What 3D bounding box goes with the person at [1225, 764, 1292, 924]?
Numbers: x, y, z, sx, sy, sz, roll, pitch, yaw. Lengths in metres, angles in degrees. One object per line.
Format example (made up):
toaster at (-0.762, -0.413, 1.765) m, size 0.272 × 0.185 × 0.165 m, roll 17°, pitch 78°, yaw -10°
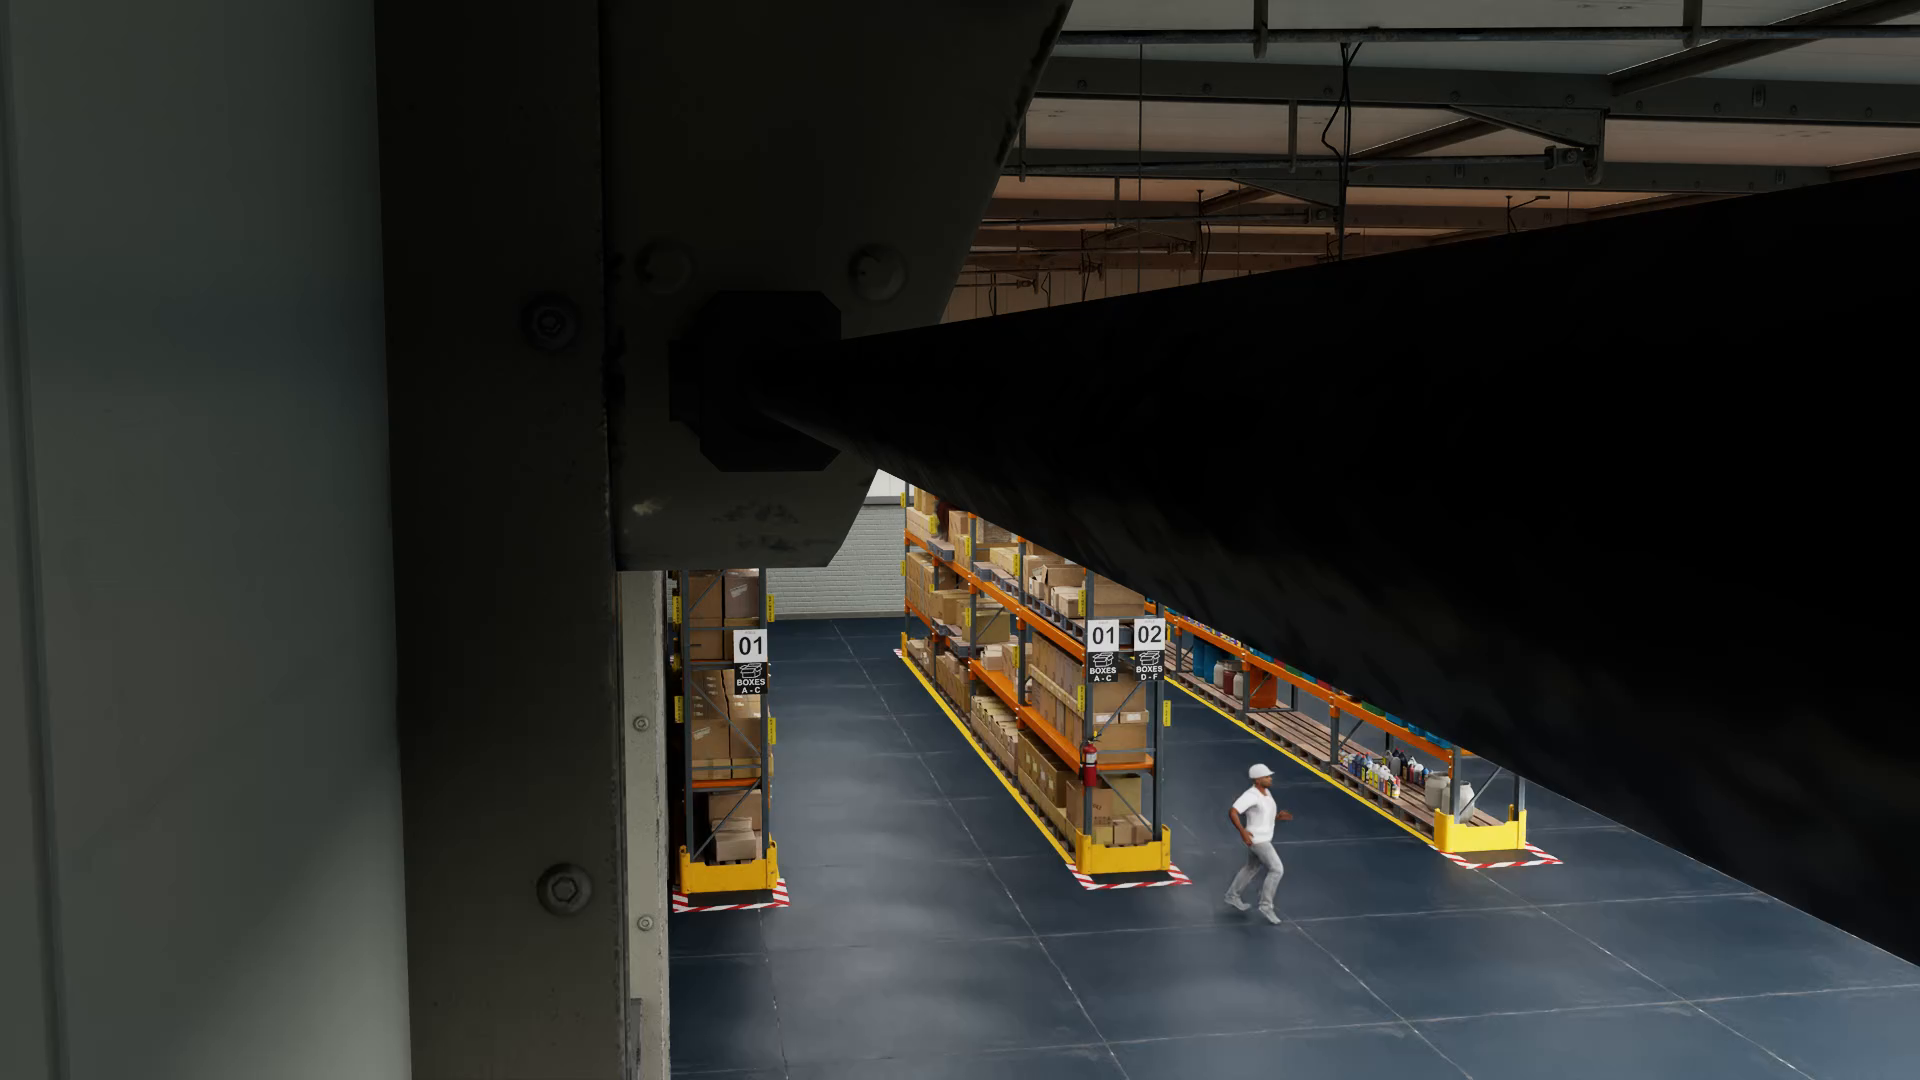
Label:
person at (3.428, 3.469, 19.121) m, size 0.763 × 1.821 × 0.669 m, roll 2°, pitch 6°, yaw 19°
